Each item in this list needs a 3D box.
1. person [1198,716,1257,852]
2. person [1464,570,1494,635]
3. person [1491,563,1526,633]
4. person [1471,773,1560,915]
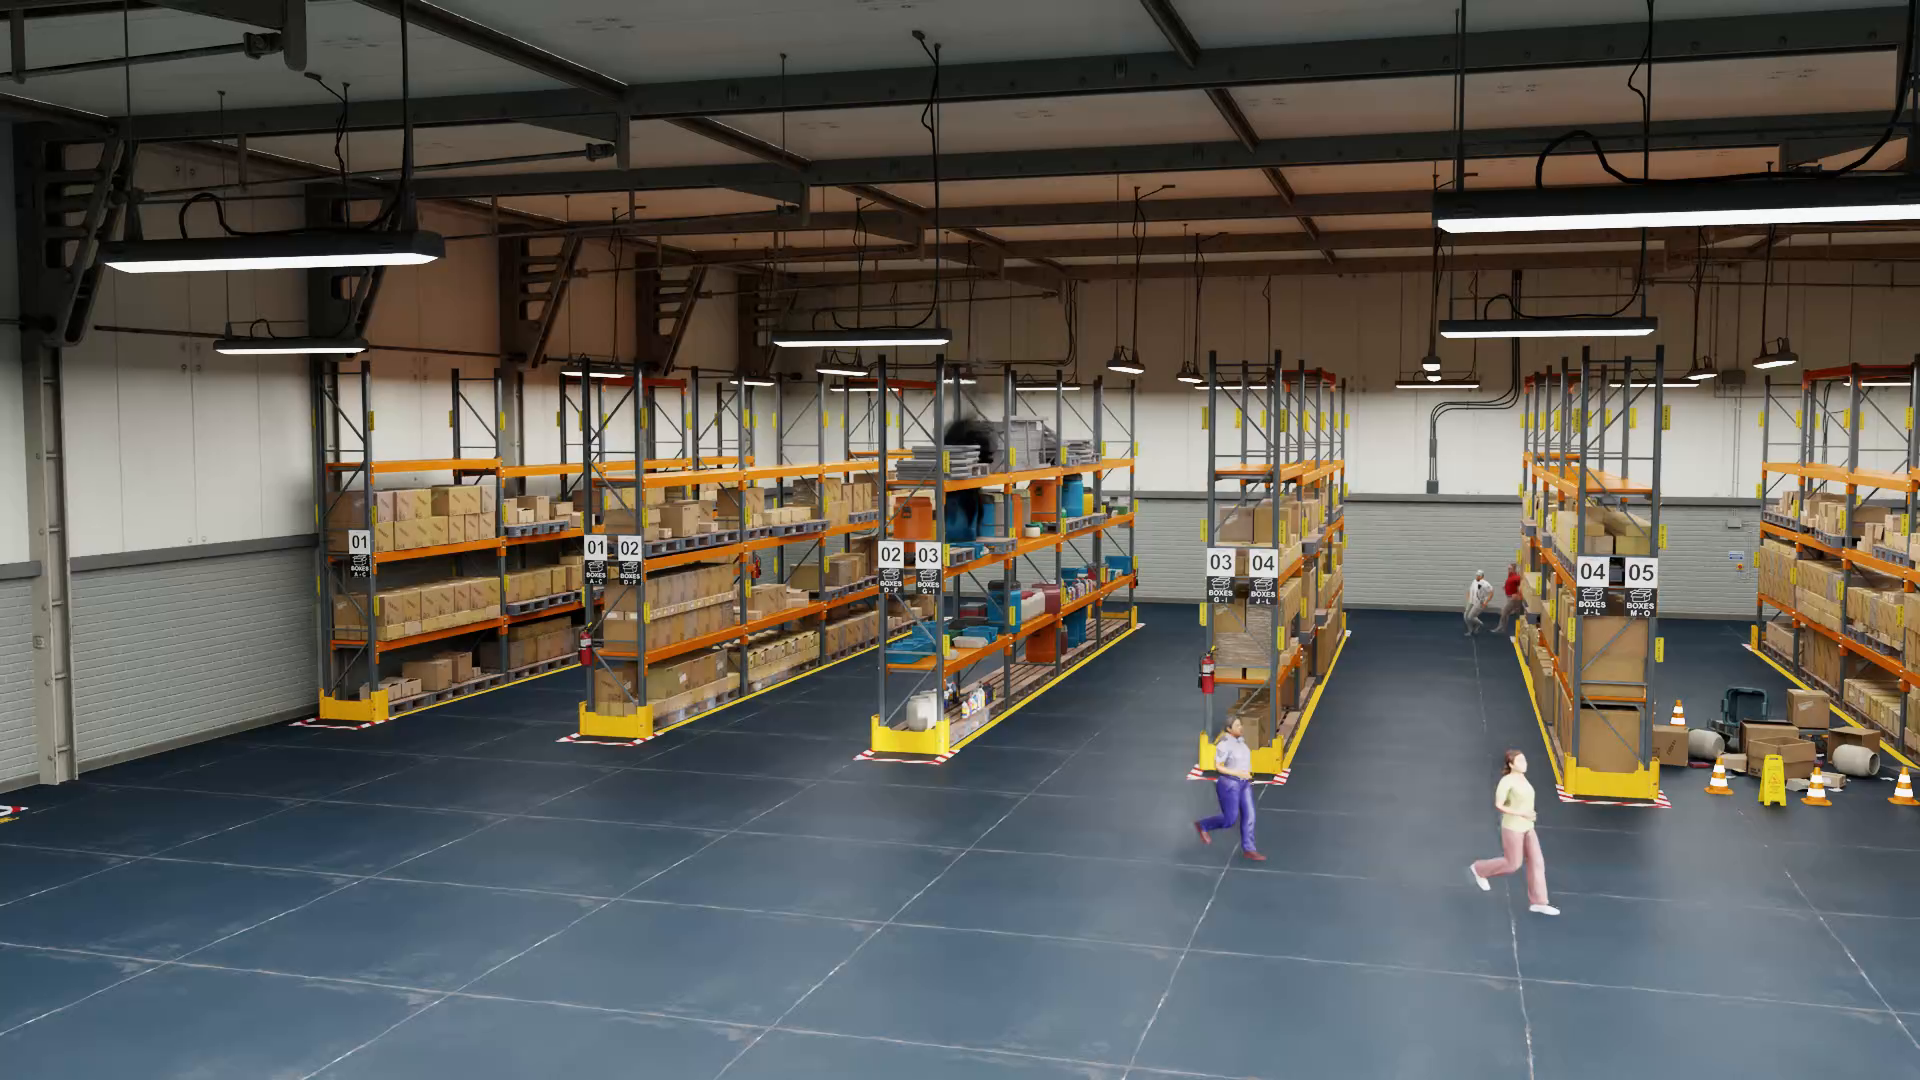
[{"bbox_3d":[3.103,2.790,19.069,0.716,1.562,0.609,4,5,41],"label":"person"},{"bbox_3d":[12.027,1.472,38.647,0.432,1.579,0.730,-2,4,-24],"label":"person"},{"bbox_3d":[13.022,1.377,39.046,1.010,1.681,0.760,1,4,14],"label":"person"},{"bbox_3d":[5.714,3.082,17.055,0.543,1.382,0.970,-3,5,-39],"label":"person"}]
